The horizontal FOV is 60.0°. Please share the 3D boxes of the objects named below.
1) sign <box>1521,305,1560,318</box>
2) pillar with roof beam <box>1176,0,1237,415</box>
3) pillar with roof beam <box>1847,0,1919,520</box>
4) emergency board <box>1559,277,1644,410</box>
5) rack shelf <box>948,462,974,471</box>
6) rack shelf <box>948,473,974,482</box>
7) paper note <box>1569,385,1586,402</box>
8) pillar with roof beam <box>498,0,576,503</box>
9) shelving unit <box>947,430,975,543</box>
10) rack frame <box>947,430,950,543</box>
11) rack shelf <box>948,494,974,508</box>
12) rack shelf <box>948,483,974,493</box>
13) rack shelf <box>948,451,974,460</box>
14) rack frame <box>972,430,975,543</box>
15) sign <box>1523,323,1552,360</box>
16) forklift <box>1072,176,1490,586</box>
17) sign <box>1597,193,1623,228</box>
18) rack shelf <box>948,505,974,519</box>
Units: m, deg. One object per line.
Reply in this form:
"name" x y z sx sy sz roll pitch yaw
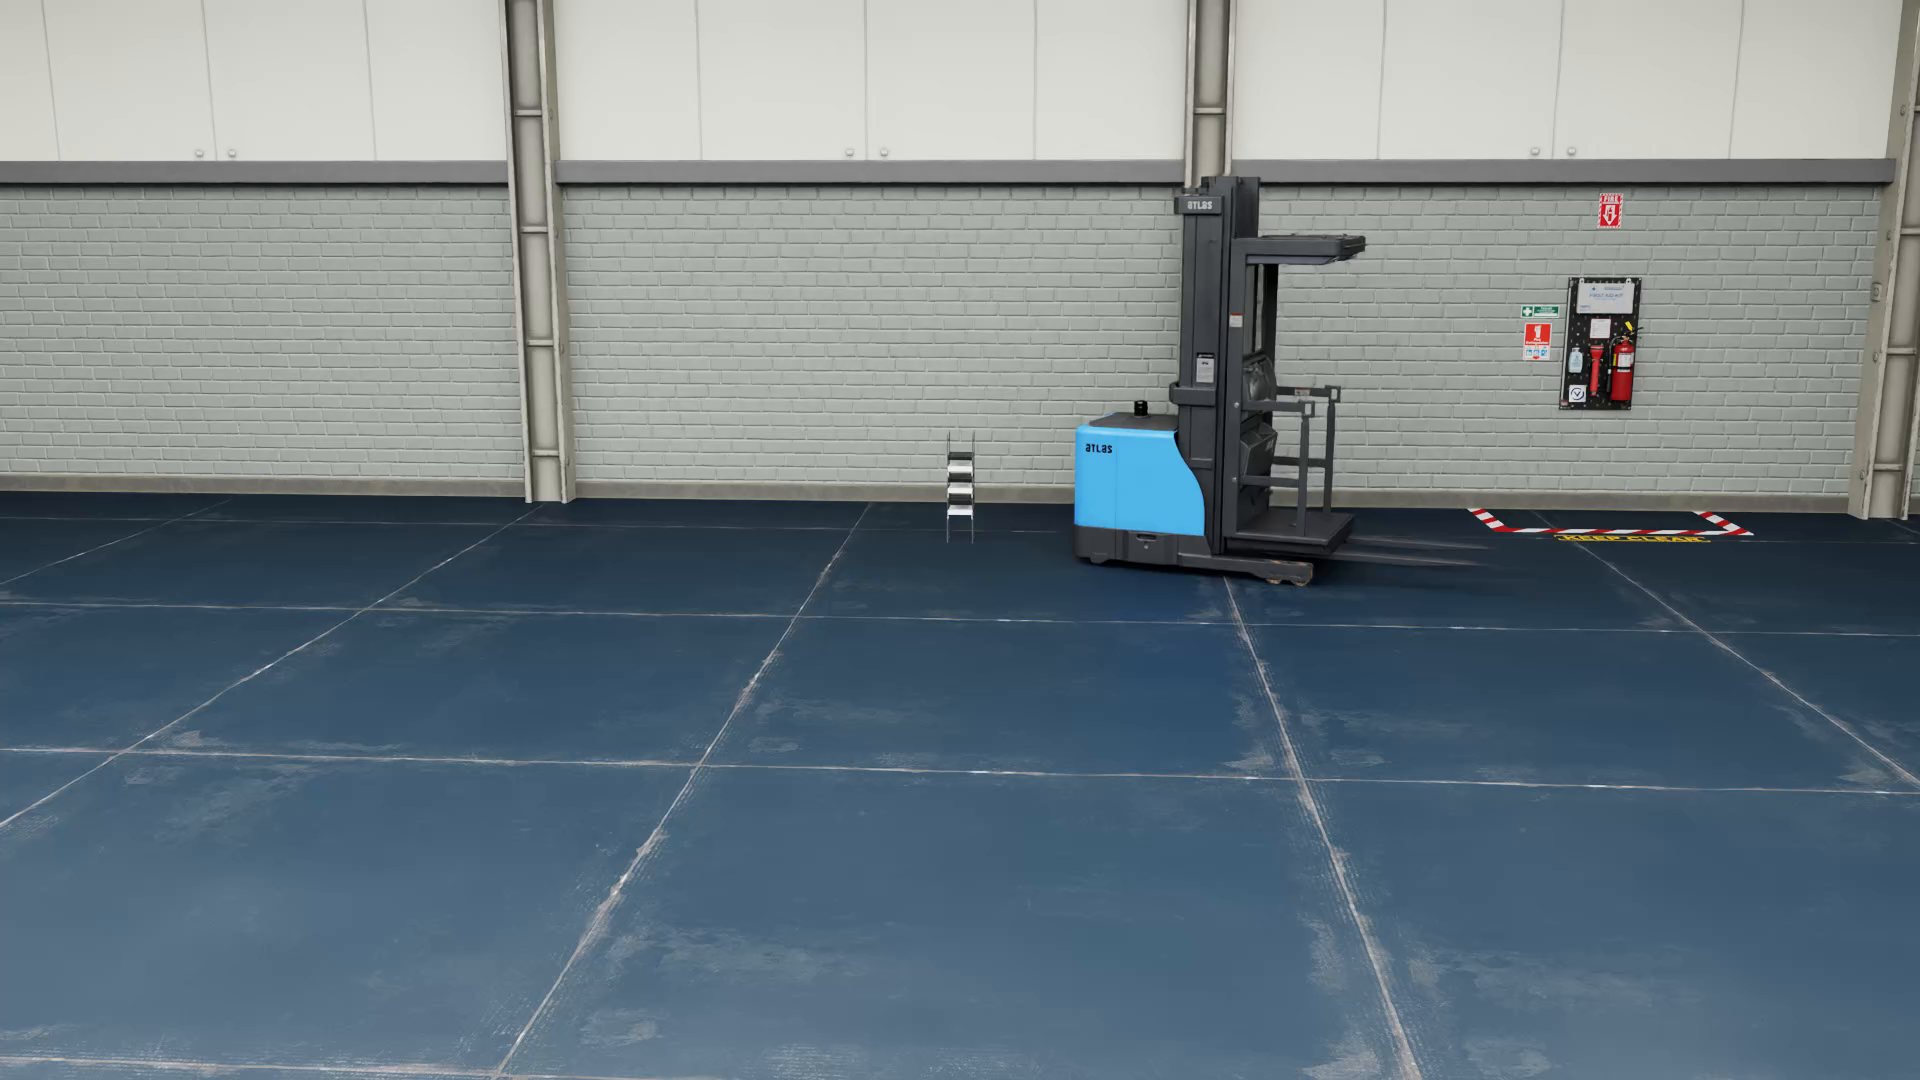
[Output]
"sign" 5.144 -2.026 14.744 0.331 0.109 0.001 1 12 4
"pillar with roof beam" 1.874 -3.819 10.049 0.400 9.000 9.100 1 12 4
"pillar with roof beam" 7.860 -3.737 9.656 0.400 9.000 9.100 1 12 4
"emergency board" 5.685 -1.722 14.674 0.643 1.169 0.194 1 12 4
"rack shelf" 0.008 -0.584 13.645 0.200 0.077 0.258 1 12 4
"rack shelf" 0.008 -0.496 13.664 0.200 0.077 0.258 1 12 4
"paper note" 5.513 -1.307 14.843 0.142 0.148 0.016 1 12 4
"pillar with roof beam" -4.113 -3.901 10.441 0.400 9.000 9.100 1 12 4
"shelving unit" 0.008 -0.440 13.675 0.210 0.900 0.258 1 12 4
"rack frame" -0.093 -0.442 13.682 0.006 0.900 0.240 1 12 4
"rack shelf" 0.008 -0.320 13.701 0.200 0.077 0.258 1 12 4
"rack shelf" 0.008 -0.408 13.682 0.200 0.077 0.258 1 12 4
"rack shelf" 0.008 -0.672 13.627 0.200 0.077 0.258 1 12 4
"rack frame" 0.110 -0.439 13.669 0.006 0.900 0.240 1 12 4
"sign" 5.140 -1.768 14.807 0.234 0.329 0.001 1 12 4
"forklift" 2.434 -1.222 12.450 3.031 2.935 1.130 5 13 23
"sign" 5.684 -2.877 14.534 0.199 0.298 0.001 1 12 4
"rack shelf" 0.008 -0.232 13.719 0.200 0.077 0.258 1 12 4
